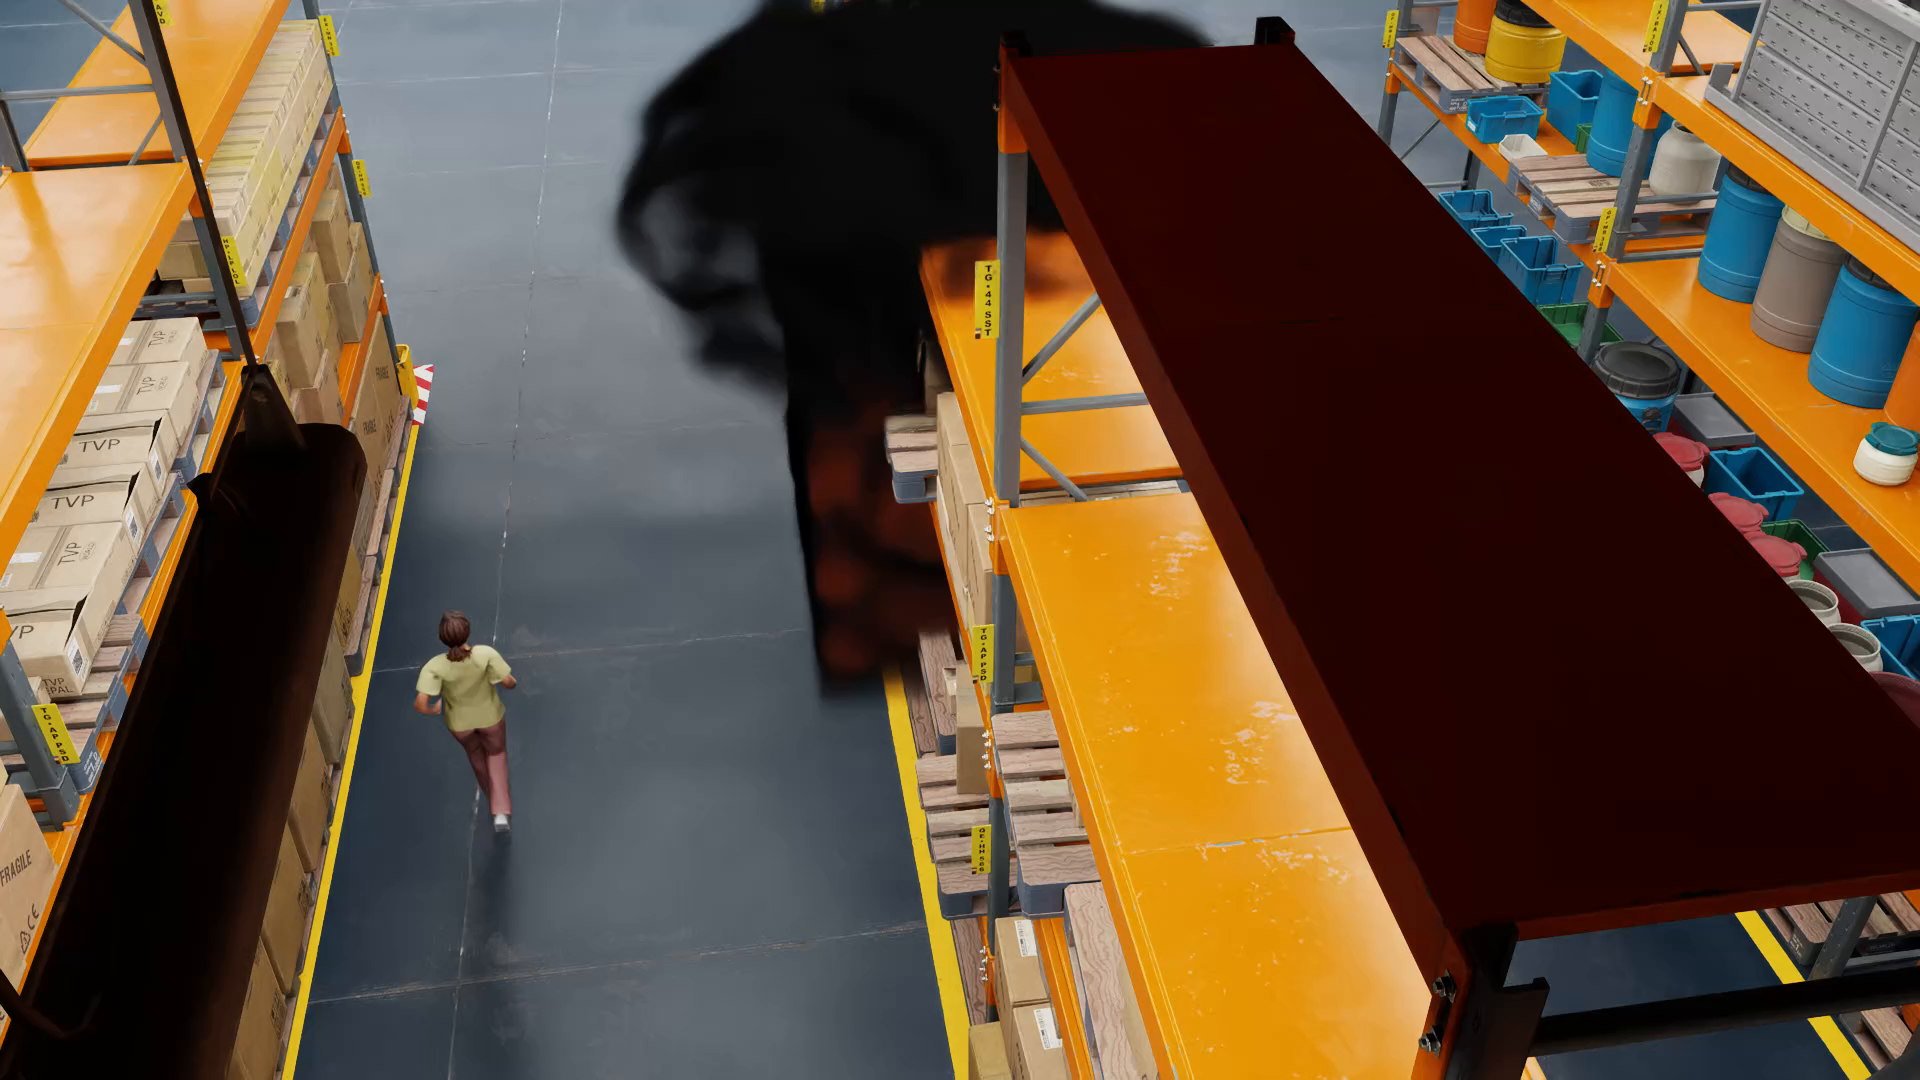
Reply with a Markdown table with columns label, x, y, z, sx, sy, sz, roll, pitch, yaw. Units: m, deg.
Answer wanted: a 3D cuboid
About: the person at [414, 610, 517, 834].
| label | x | y | z | sx | sy | sz | roll | pitch | yaw |
| --- | --- | --- | --- | --- | --- | --- | --- | --- | --- |
| person | -2.944 | 1.117 | 10.091 | 0.589 | 1.687 | 0.712 | -10 | 37 | -13 |
